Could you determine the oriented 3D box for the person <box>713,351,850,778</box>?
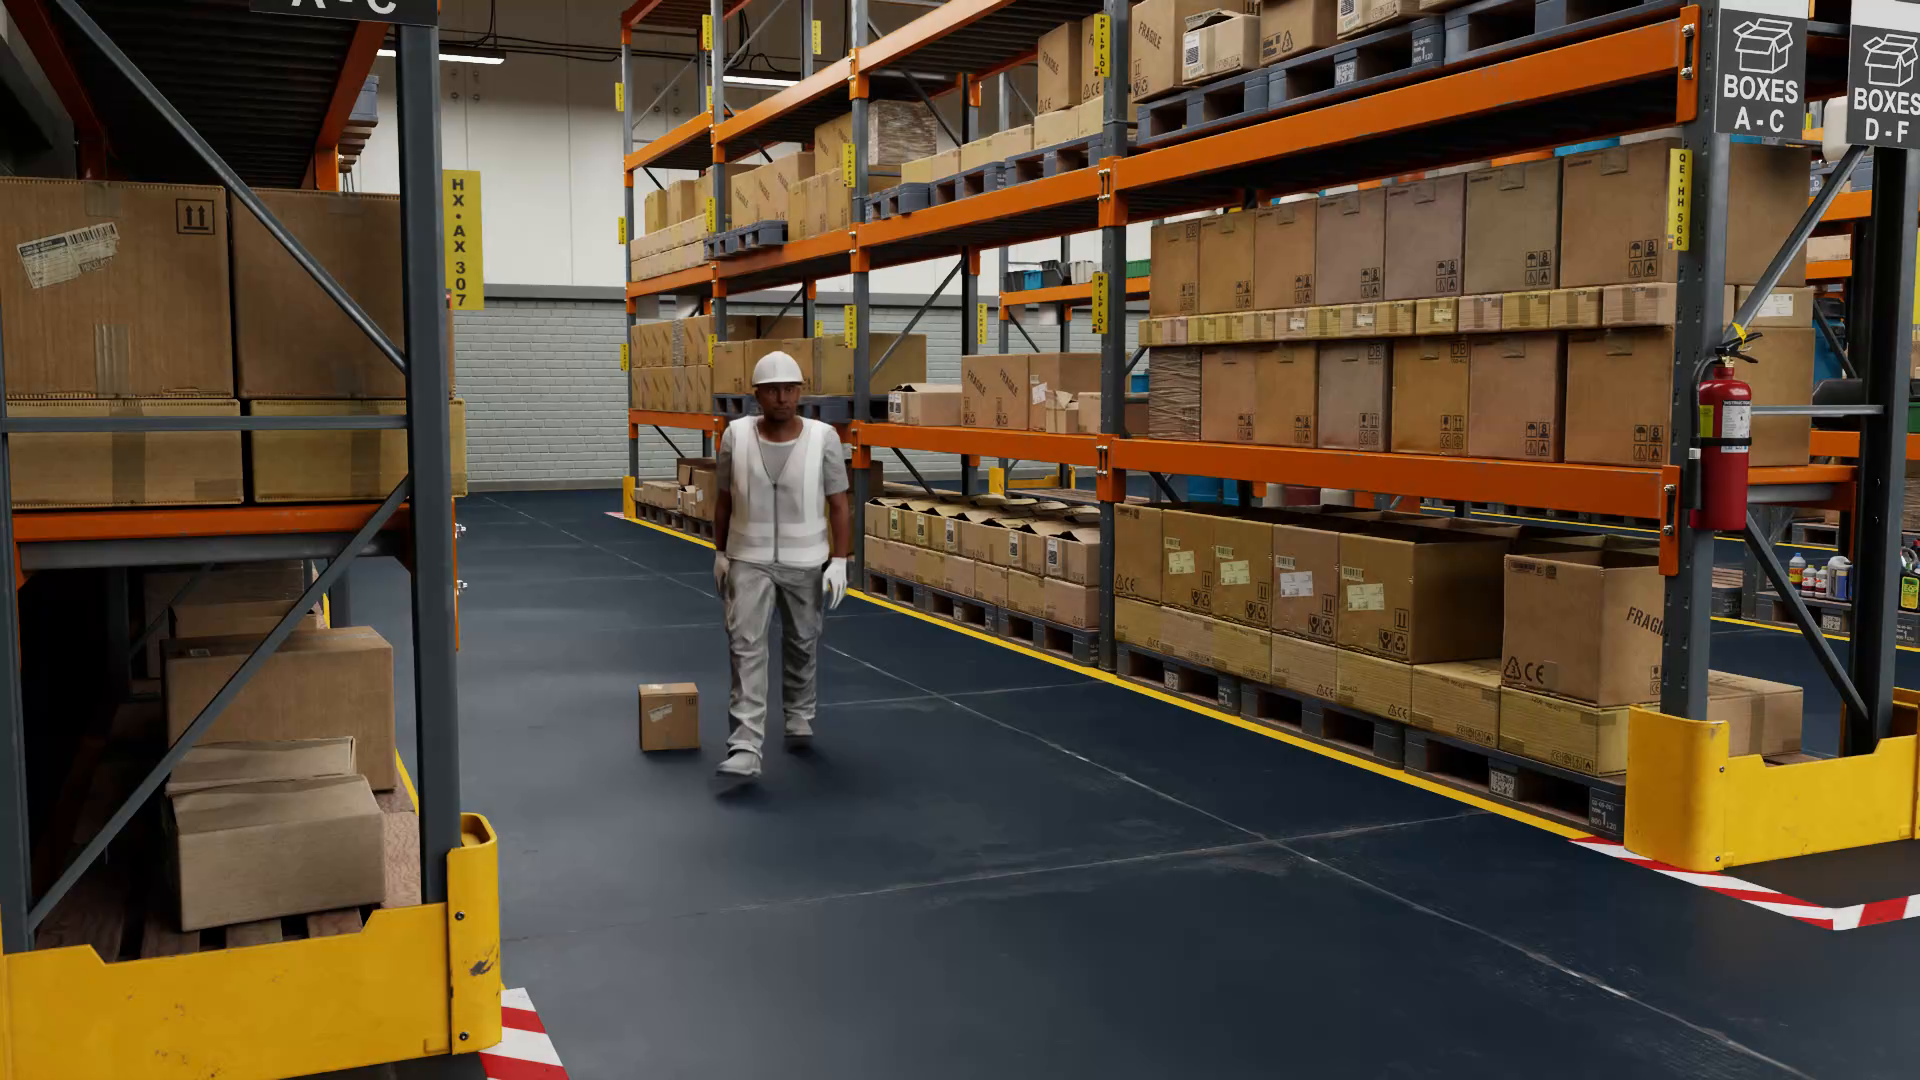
[{"bbox_3d":[-0.744,0.079,6.908,0.577,1.714,1.098,-1,5,-6],"label":"person"}]
